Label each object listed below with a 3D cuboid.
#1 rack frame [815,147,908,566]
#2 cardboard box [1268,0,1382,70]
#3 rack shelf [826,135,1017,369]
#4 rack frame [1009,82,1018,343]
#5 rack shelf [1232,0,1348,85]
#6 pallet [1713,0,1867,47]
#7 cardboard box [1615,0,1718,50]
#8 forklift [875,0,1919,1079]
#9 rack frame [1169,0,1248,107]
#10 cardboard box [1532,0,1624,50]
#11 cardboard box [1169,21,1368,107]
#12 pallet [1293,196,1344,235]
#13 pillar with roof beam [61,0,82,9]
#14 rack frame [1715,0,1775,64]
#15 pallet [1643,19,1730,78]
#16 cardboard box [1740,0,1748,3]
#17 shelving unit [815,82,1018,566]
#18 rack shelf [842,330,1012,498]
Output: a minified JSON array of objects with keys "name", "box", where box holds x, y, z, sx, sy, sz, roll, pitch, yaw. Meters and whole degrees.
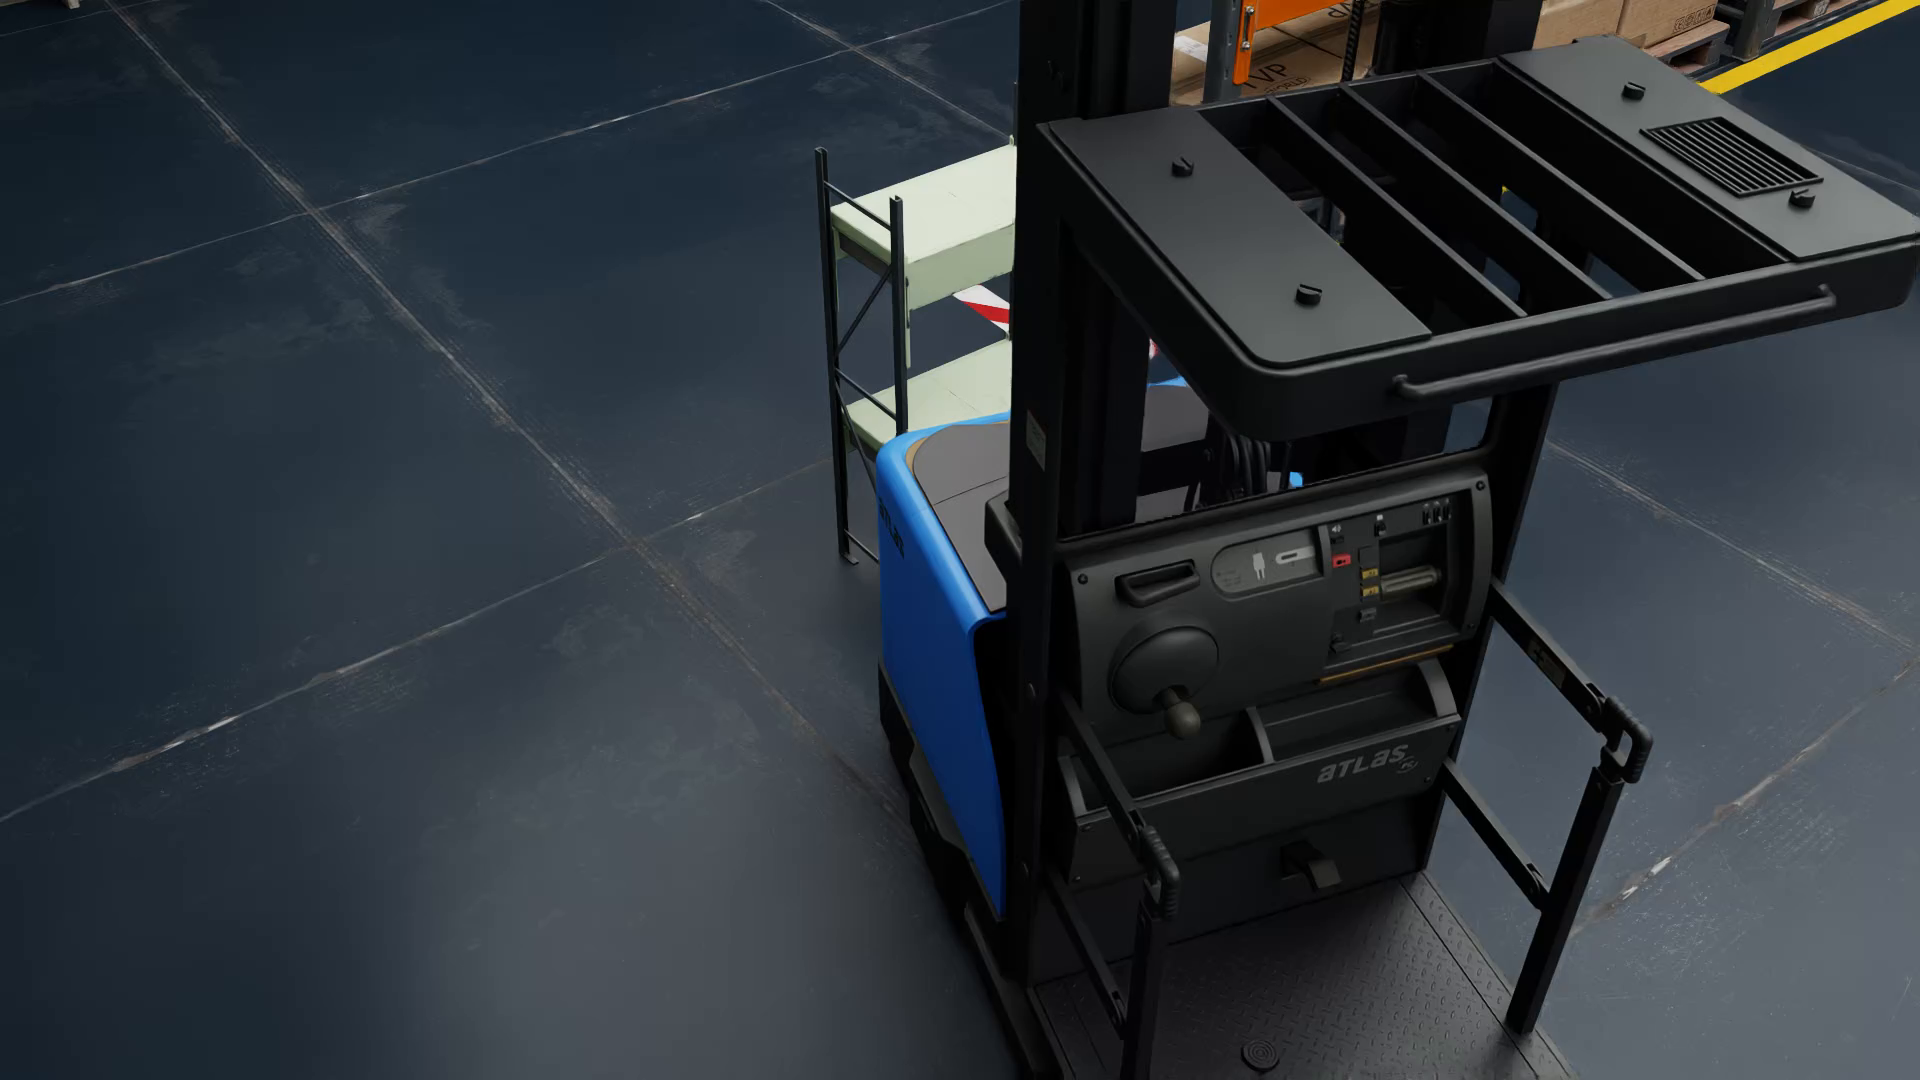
[{"name":"rack frame","box":[-0.285,-0.441,5.105,0.023,1.500,0.400,-26,46,-28]},{"name":"cardboard box","box":[1.919,-2.249,7.816,0.875,0.438,0.875,-25,45,-27]},{"name":"rack shelf","box":[0.005,-0.884,5.030,0.720,0.370,0.431,-26,46,-28]},{"name":"rack frame","box":[0.295,-0.724,5.450,0.023,1.500,0.400,-26,46,-28]},{"name":"rack shelf","box":[2.322,-2.909,7.498,4.000,0.370,1.077,-26,46,-28]},{"name":"pallet","box":[4.474,-3.218,9.506,1.213,0.211,1.003,-26,46,-28]},{"name":"cardboard box","box":[3.345,-2.943,8.662,0.875,0.438,0.875,-27,46,-29]},{"name":"forklift","box":[0.731,0.204,3.190,1.130,2.935,3.031,-13,41,-15]},{"name":"rack frame","box":[0.736,-2.414,6.328,0.127,3.000,1.000,-26,46,-28]},{"name":"cardboard box","box":[2.635,-2.597,8.240,0.875,0.438,0.875,-27,47,-29]},{"name":"cardboard box","box":[1.199,-1.891,7.380,0.875,0.438,0.875,-28,47,-29]},{"name":"pallet","box":[1.323,-1.684,7.637,1.213,0.211,1.003,-26,46,-28]},{"name":"pillar with roof beam","box":[-2.355,-4.475,4.110,0.400,9.000,9.100,-26,46,-28]},{"name":"rack frame","box":[3.908,-3.960,8.212,0.127,3.000,1.000,-26,46,-28]},{"name":"pallet","box":[3.257,-2.627,8.787,1.213,0.211,1.003,-26,46,-28]},{"name":"cardboard box","box":[4.351,-3.581,9.094,0.875,0.875,0.875,-25,45,-27]},{"name":"shelving unit","box":[0.005,-0.582,5.277,0.755,1.500,0.431,-26,46,-28]},{"name":"rack shelf","box":[0.005,-0.330,5.484,0.720,0.370,0.431,-26,46,-28]}]
